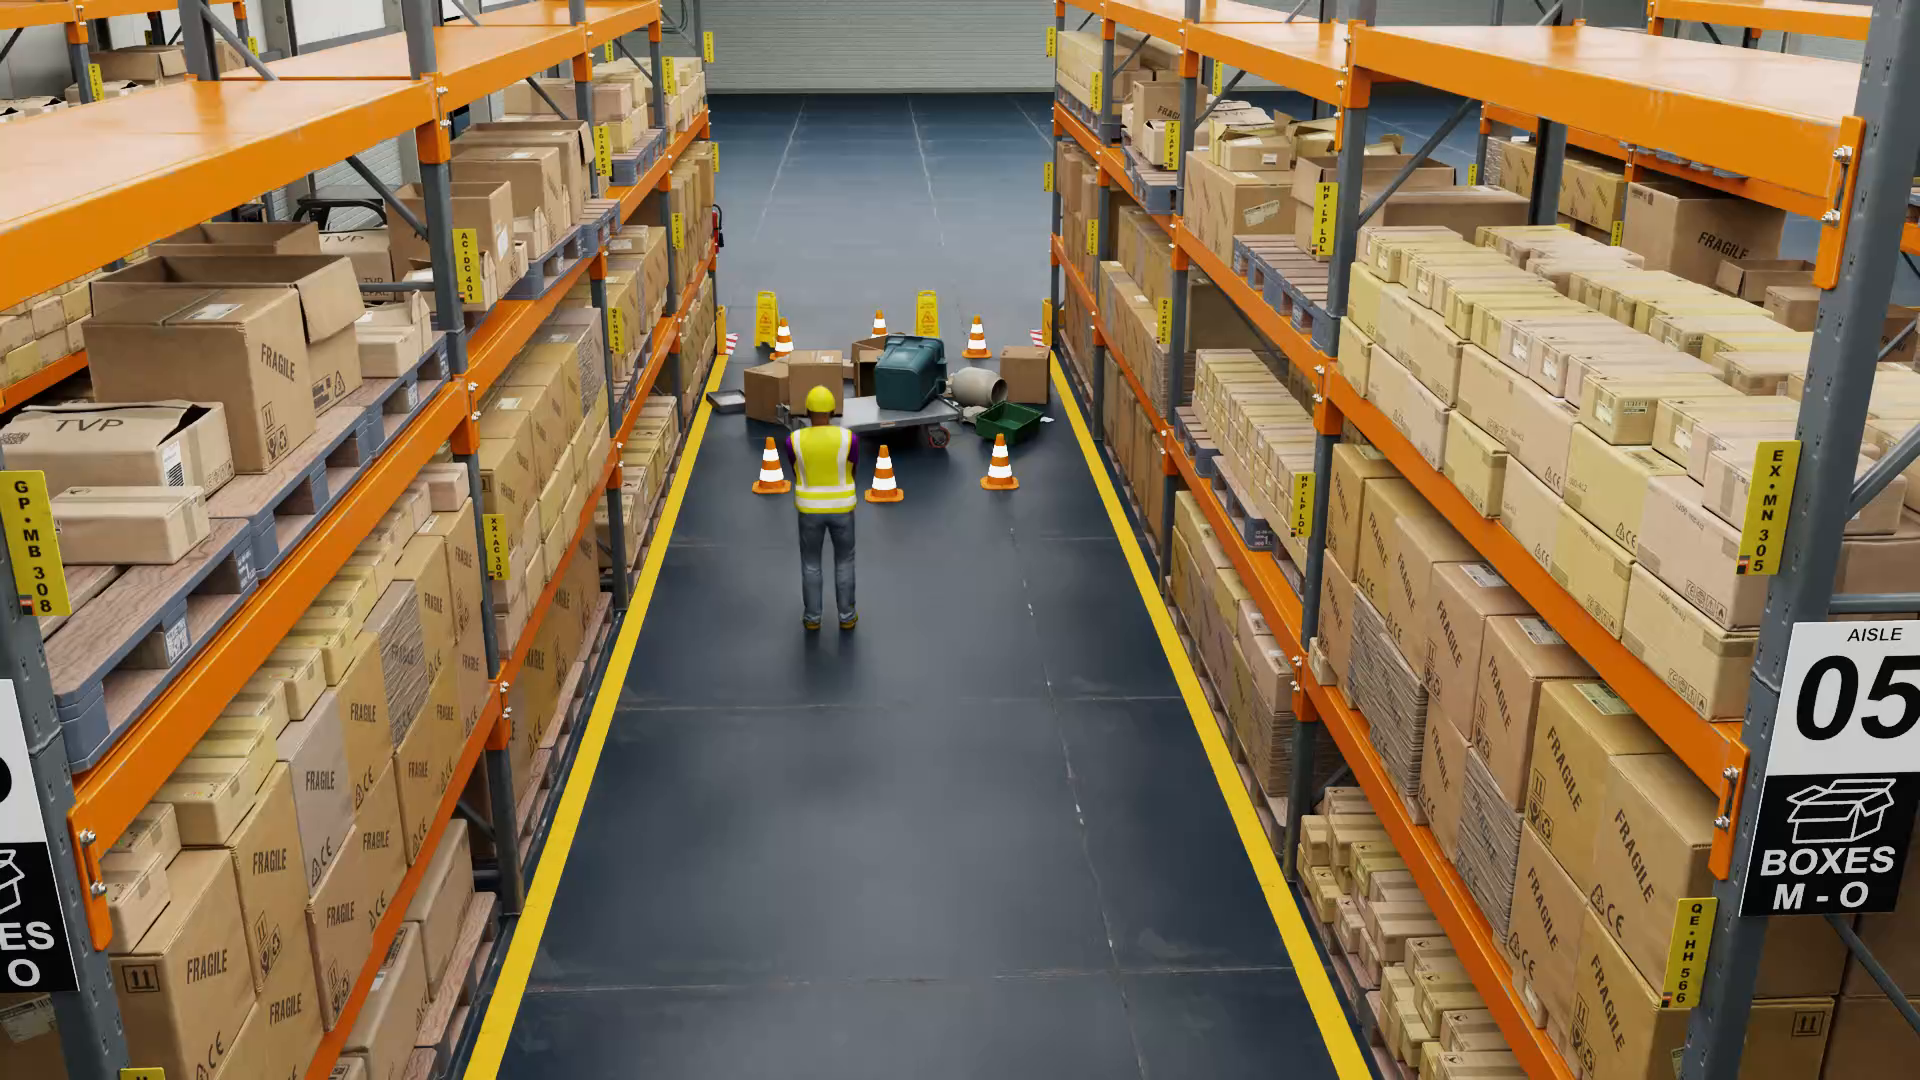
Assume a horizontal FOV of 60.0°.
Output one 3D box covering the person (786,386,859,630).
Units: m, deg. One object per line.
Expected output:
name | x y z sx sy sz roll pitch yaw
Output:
person | -0.956 -0.258 11.743 0.505 1.763 0.558 -1 20 -3
